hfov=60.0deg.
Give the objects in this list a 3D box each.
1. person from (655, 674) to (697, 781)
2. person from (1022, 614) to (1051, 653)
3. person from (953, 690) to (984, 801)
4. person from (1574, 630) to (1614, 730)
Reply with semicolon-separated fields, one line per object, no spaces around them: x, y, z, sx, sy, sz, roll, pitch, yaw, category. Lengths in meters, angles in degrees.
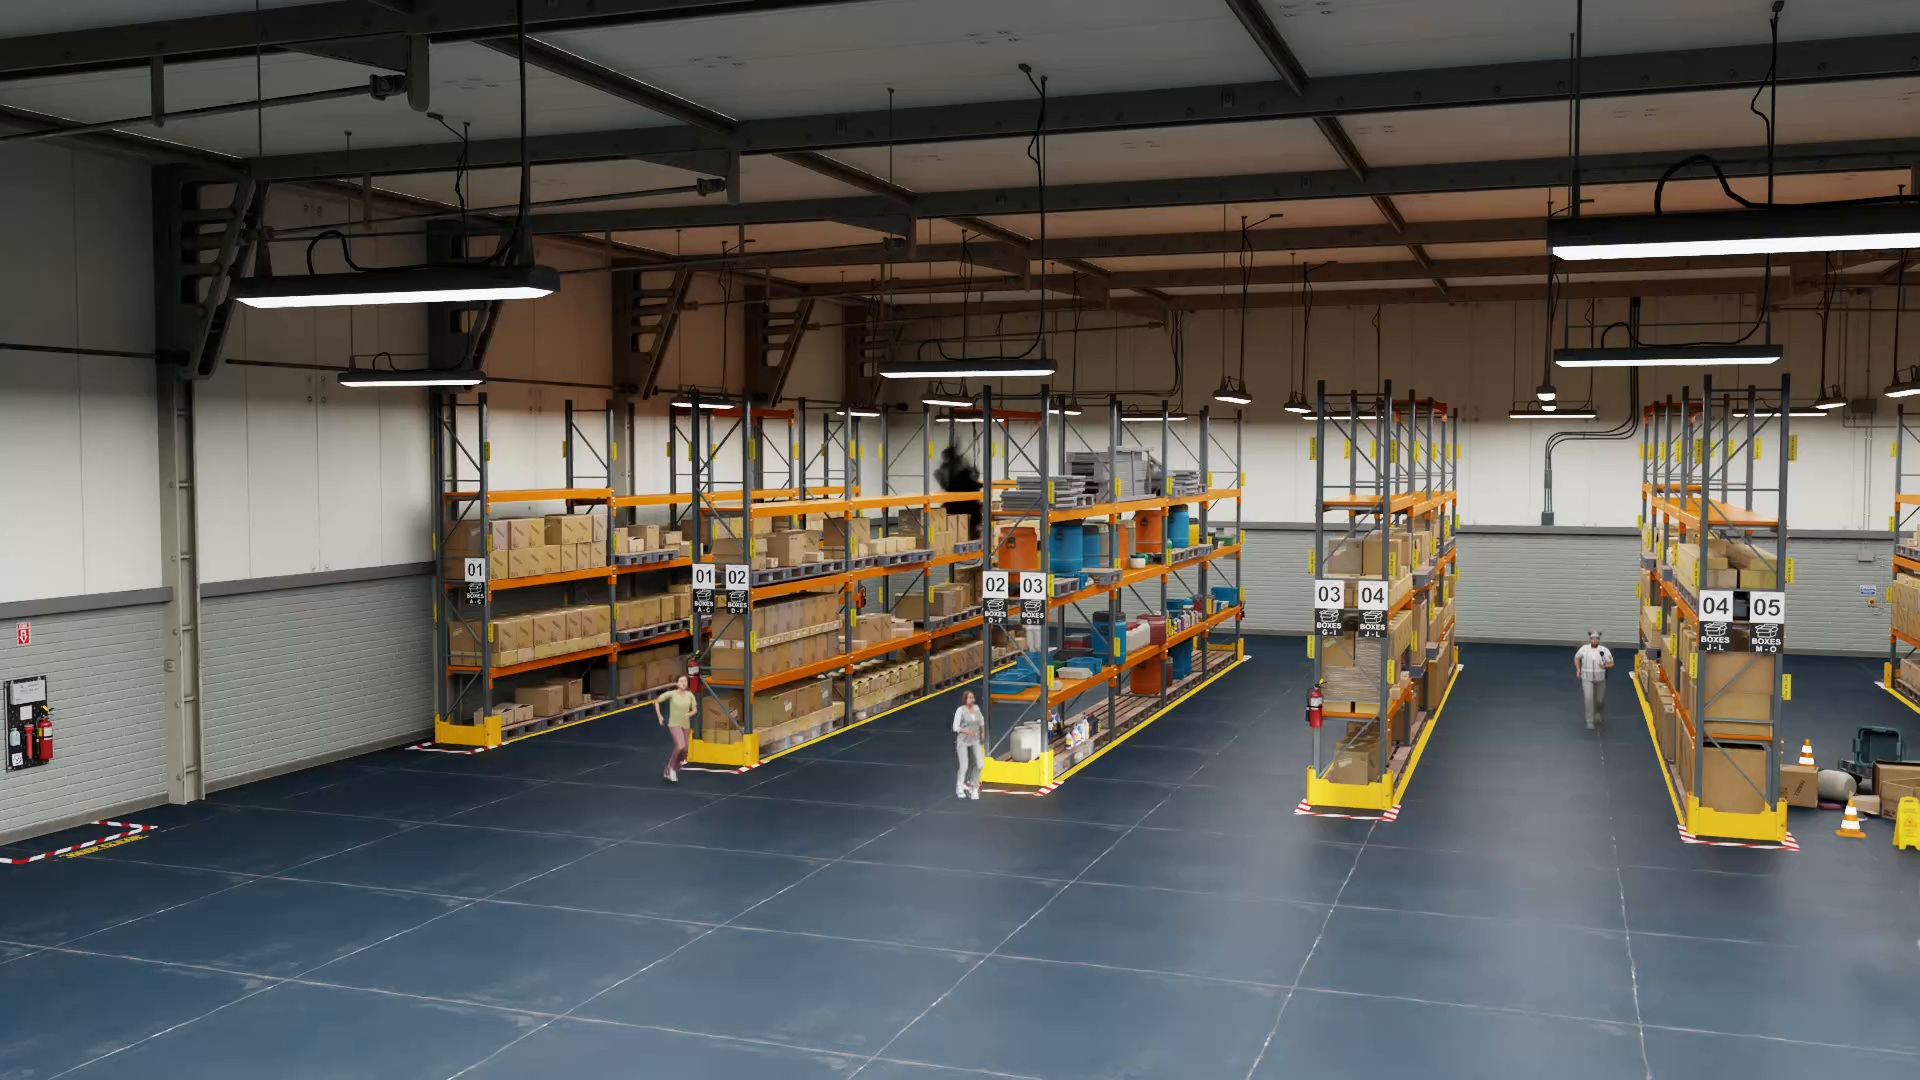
-4.252;2.834;25.158;0.578;1.617;0.637;-3;4;-39;person
1.572;1.943;35.507;0.659;1.758;0.514;1;3;16;person
0.152;2.948;23.793;0.569;1.622;0.666;-1;3;-25;person
11.475;2.505;30.106;0.672;1.755;0.953;1;3;18;person
